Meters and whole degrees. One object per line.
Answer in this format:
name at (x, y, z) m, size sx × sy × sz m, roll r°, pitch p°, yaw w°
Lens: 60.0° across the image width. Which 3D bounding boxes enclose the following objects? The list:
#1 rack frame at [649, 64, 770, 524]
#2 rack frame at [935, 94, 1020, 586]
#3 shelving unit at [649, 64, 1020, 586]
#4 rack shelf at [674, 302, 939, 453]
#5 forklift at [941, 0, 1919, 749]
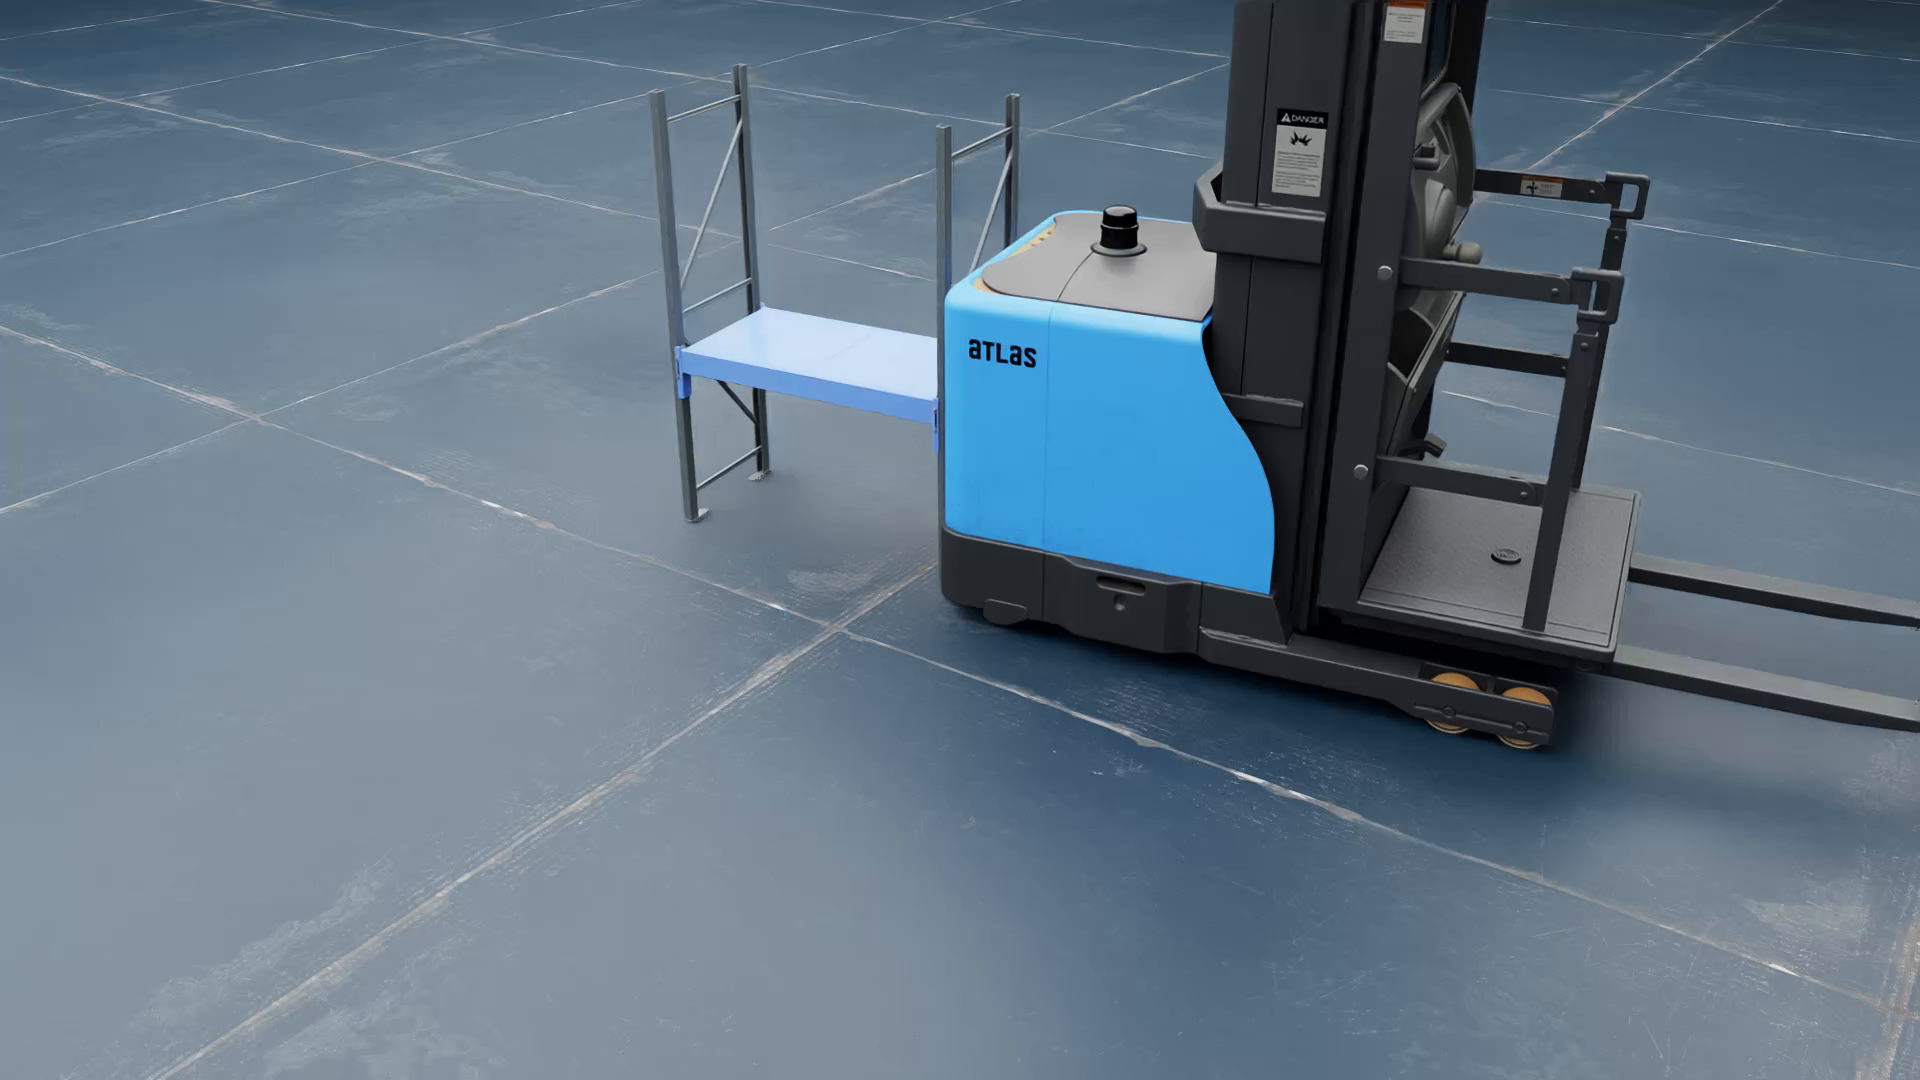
rack frame at (-0.844, -0.830, 5.727) m, size 0.032 × 1.500 × 0.500 m, roll 13°, pitch 30°, yaw 24°
rack frame at (0.058, -0.617, 5.308) m, size 0.032 × 1.500 × 0.500 m, roll 13°, pitch 30°, yaw 24°
shelving unit at (-0.393, -0.723, 5.518) m, size 1.048 × 1.500 × 0.538 m, roll 13°, pitch 30°, yaw 24°
rack shelf at (-0.393, -0.563, 5.599) m, size 1.000 × 0.185 × 0.538 m, roll 13°, pitch 30°, yaw 24°
forklift at (1.504, -1.002, 4.487) m, size 3.031 × 2.935 × 1.130 m, roll 11°, pitch 29°, yaw 21°
